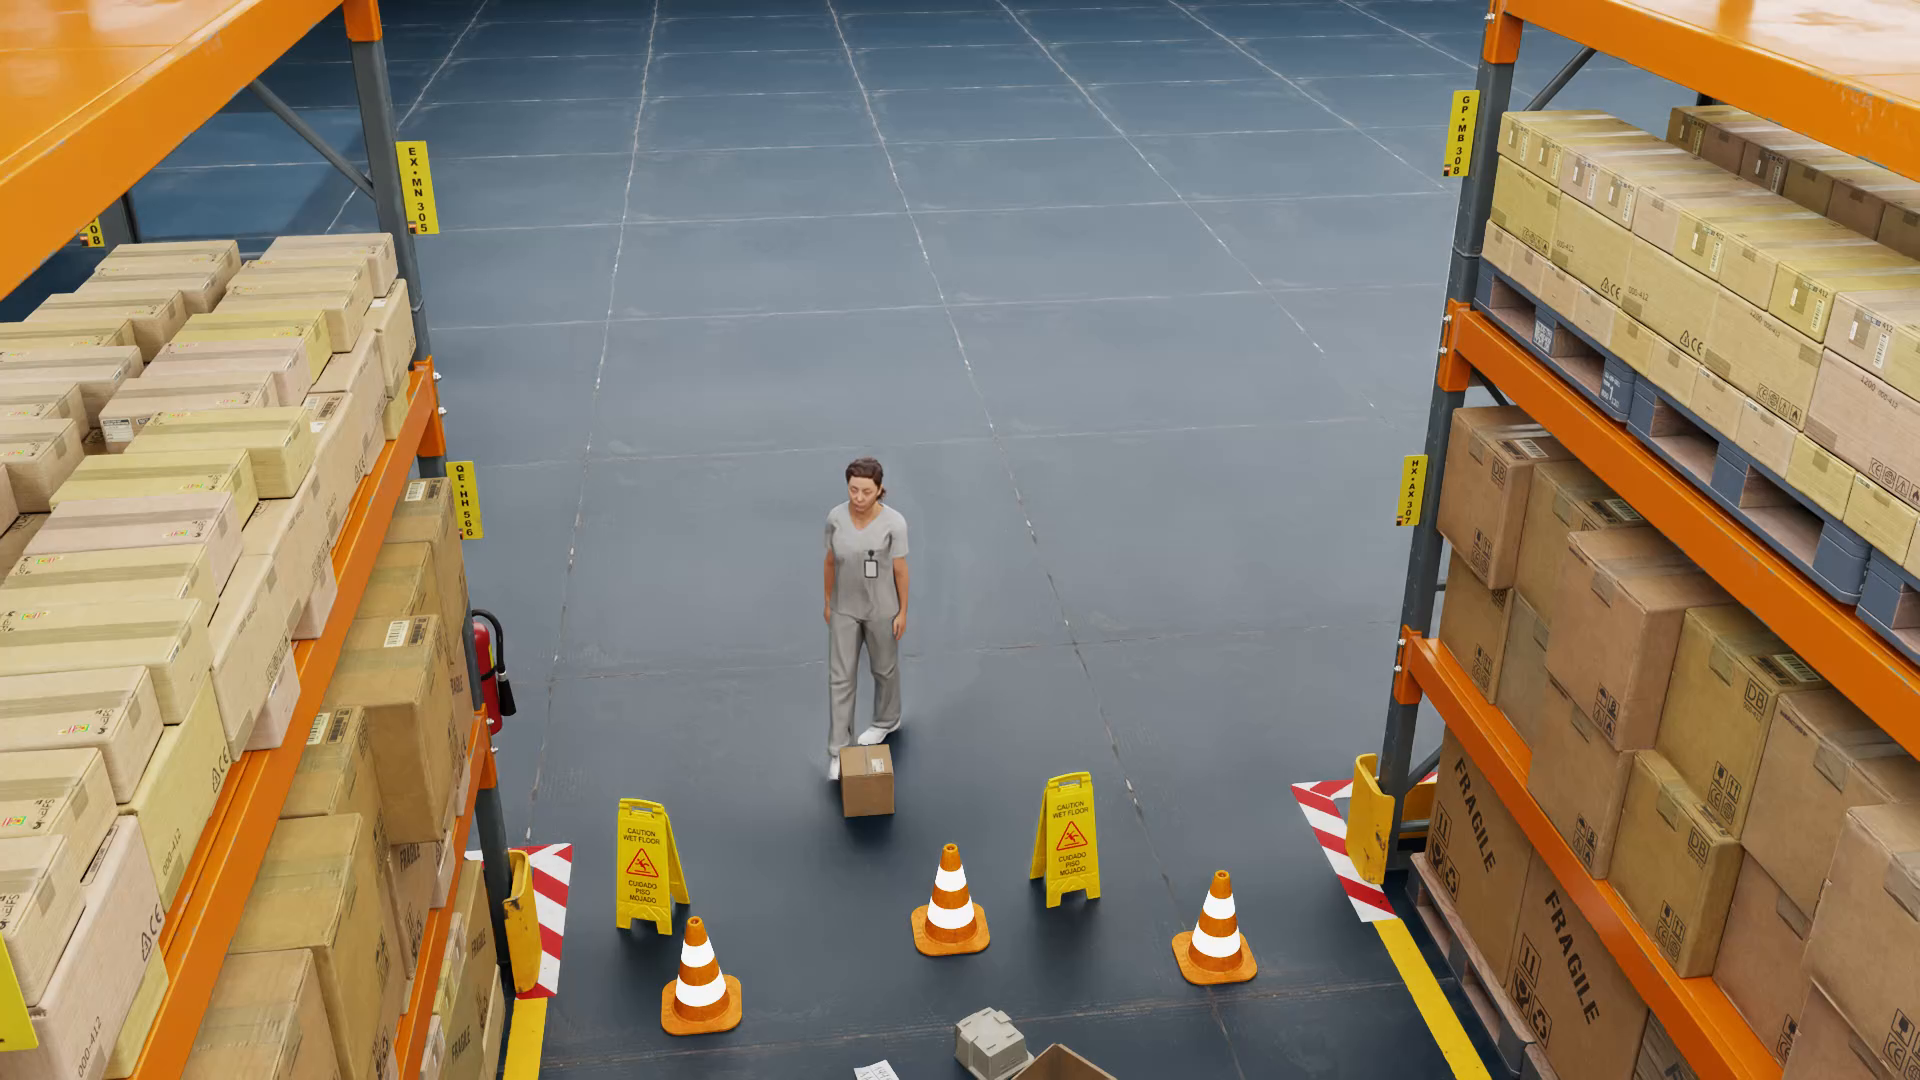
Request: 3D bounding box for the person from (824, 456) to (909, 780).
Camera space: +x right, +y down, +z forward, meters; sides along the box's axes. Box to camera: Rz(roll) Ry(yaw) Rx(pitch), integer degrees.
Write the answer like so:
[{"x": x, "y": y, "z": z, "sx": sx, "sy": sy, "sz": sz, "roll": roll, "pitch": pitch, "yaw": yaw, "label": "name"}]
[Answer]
[{"x": -0.497, "y": 0.392, "z": 8.329, "sx": 0.447, "sy": 1.663, "sz": 0.673, "roll": 6, "pitch": 28, "yaw": 12, "label": "person"}]
